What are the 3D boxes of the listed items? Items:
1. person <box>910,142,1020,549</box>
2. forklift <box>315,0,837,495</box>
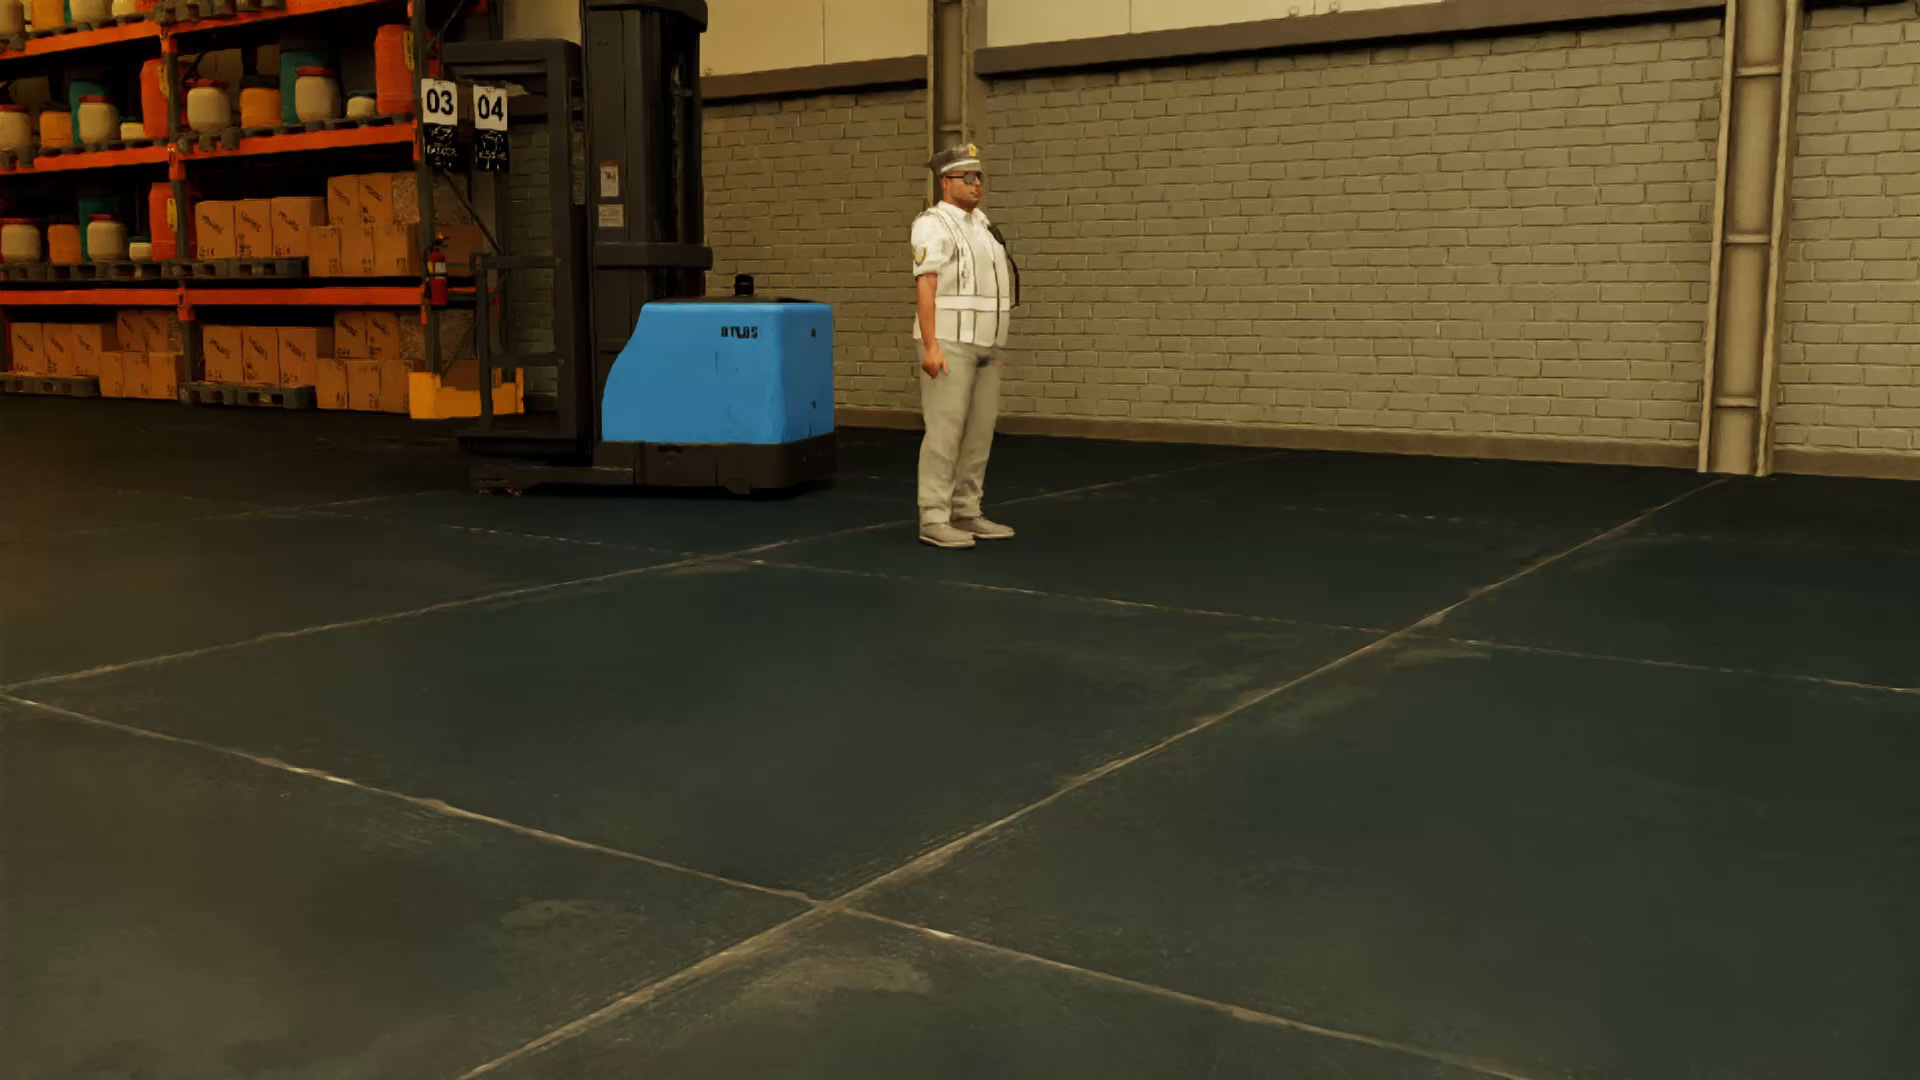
[{"bbox_3d":[0.014,-0.873,7.471,0.396,1.769,0.523,5,10,34],"label":"person"},{"bbox_3d":[-2.315,-1.783,9.732,3.031,2.935,1.130,2,8,14],"label":"forklift"}]
